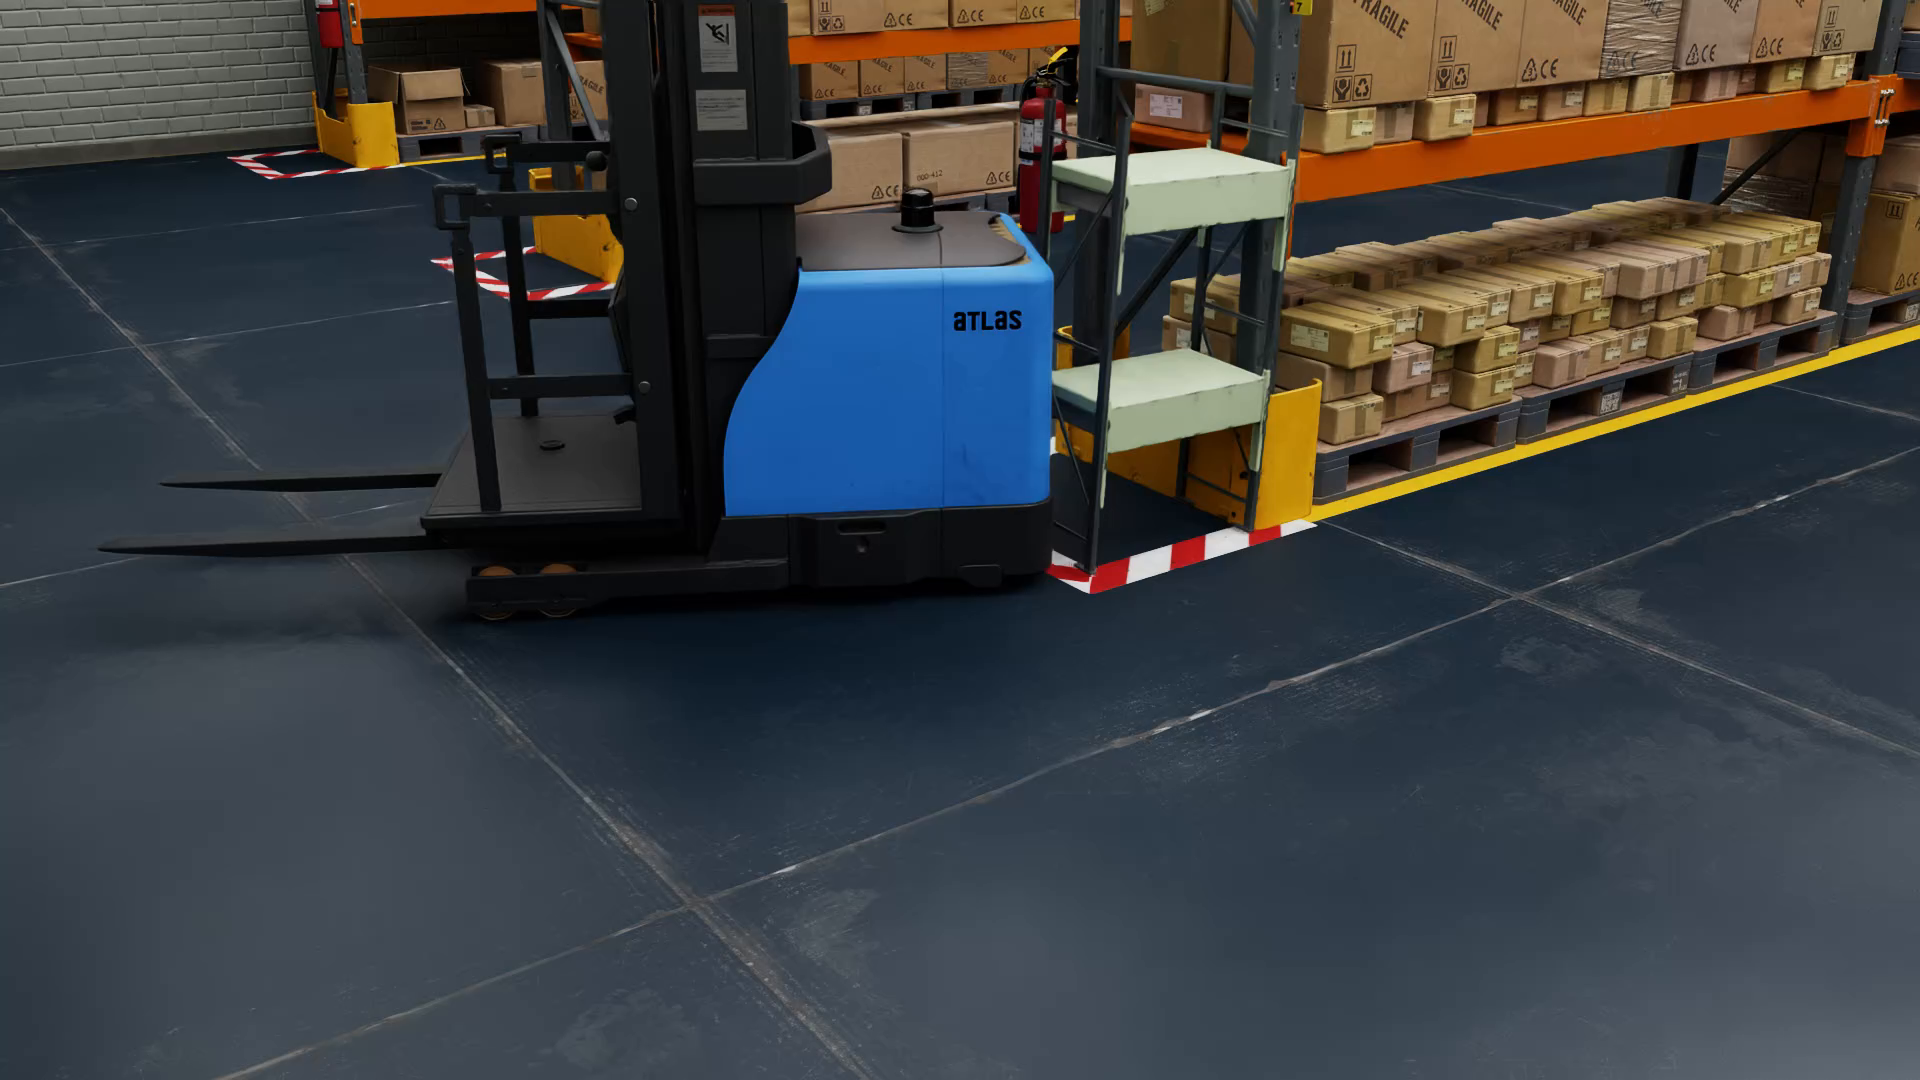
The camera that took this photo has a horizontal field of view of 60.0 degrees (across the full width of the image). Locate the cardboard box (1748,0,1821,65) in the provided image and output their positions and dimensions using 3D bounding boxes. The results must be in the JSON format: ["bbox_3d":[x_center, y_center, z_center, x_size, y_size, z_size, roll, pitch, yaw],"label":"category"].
[{"bbox_3d":[3.380,-2.364,7.237,0.500,0.500,0.500,-16,27,-34],"label":"cardboard box"}]

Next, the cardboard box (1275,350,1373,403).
[{"bbox_3d":[1.358,-0.661,6.383,0.250,0.149,0.380,-14,26,-31],"label":"cardboard box"}]

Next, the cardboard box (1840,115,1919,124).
[{"bbox_3d":[4.912,-2.208,9.176,0.500,0.250,0.500,-14,25,-30],"label":"cardboard box"}]

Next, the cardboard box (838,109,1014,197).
[{"bbox_3d":[-0.241,-2.656,11.395,0.875,0.438,0.875,-16,27,-34],"label":"cardboard box"}]

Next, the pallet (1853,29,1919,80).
[{"bbox_3d":[4.736,-2.514,8.407,1.213,0.211,1.003,-15,26,-33],"label":"pallet"}]

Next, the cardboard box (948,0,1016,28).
[{"bbox_3d":[0.016,-3.591,10.714,0.500,0.500,0.500,-15,26,-34],"label":"cardboard box"}]

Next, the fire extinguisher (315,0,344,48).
[{"bbox_3d":[-4.941,-4.195,12.970,0.183,0.674,0.296,-15,26,-33],"label":"fire extinguisher"}]

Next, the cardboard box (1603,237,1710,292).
[{"bbox_3d":[3.089,-1.231,7.410,0.250,0.149,0.380,-16,27,-35],"label":"cardboard box"}]

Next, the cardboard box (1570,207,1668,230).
[{"bbox_3d":[3.195,-1.505,8.097,0.250,0.149,0.380,-15,26,-34],"label":"cardboard box"}]

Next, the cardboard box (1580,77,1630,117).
[{"bbox_3d":[2.474,-1.823,6.757,0.250,0.149,0.380,-14,26,-31],"label":"cardboard box"}]

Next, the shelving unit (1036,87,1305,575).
[{"bbox_3d":[0.660,-0.713,5.611,0.755,1.500,0.431,-13,28,-33],"label":"shelving unit"}]

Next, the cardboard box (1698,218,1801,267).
[{"bbox_3d":[3.709,-1.406,7.849,0.250,0.149,0.380,-15,26,-32],"label":"cardboard box"}]

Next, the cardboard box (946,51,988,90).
[{"bbox_3d":[-0.062,-4.847,16.803,0.500,0.500,0.500,-16,27,-35],"label":"cardboard box"}]

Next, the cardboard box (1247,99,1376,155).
[{"bbox_3d":[1.238,-1.470,5.872,0.250,0.149,0.380,-15,26,-33],"label":"cardboard box"}]

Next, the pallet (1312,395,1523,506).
[{"bbox_3d":[1.525,-0.502,6.869,1.213,0.211,1.003,-15,26,-33],"label":"pallet"}]

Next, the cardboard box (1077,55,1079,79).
[{"bbox_3d":[1.185,-5.185,17.648,0.500,0.500,0.500,-14,26,-31],"label":"cardboard box"}]

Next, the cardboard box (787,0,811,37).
[{"bbox_3d":[-1.238,-3.264,9.895,0.500,0.500,0.500,-15,26,-34],"label":"cardboard box"}]

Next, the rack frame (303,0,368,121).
[{"bbox_3d":[-5.092,-4.575,13.314,0.127,3.000,1.000,-15,26,-33],"label":"rack frame"}]

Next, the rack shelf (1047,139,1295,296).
[{"bbox_3d":[0.676,-1.071,5.457,0.720,0.370,0.431,-13,28,-33],"label":"rack shelf"}]

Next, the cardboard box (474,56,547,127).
[{"bbox_3d":[-3.823,-3.886,14.394,0.500,0.500,0.700,-14,26,-31],"label":"cardboard box"}]

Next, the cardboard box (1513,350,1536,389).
[{"bbox_3d":[2.181,-0.747,7.000,0.250,0.149,0.380,-15,26,-33],"label":"cardboard box"}]

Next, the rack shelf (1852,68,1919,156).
[{"bbox_3d":[5.654,-2.580,9.285,4.000,0.370,1.077,-15,26,-33],"label":"rack shelf"}]

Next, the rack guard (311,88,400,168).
[{"bbox_3d":[-5.030,-3.431,13.819,0.348,0.500,1.175,-15,26,-33],"label":"rack guard"}]

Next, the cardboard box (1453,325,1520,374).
[{"bbox_3d":[2.032,-0.805,6.746,0.250,0.149,0.380,-14,26,-31],"label":"cardboard box"}]

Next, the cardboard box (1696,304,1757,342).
[{"bbox_3d":[3.474,-1.057,7.778,0.250,0.149,0.380,-16,27,-35],"label":"cardboard box"}]

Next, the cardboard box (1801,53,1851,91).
[{"bbox_3d":[3.790,-2.144,7.560,0.250,0.149,0.380,-16,27,-34],"label":"cardboard box"}]

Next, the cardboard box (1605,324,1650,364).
[{"bbox_3d":[2.820,-0.904,7.395,0.250,0.149,0.380,-14,26,-32],"label":"cardboard box"}]

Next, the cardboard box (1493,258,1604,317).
[{"bbox_3d":[2.464,-1.065,6.994,0.250,0.149,0.380,-14,26,-32],"label":"cardboard box"}]

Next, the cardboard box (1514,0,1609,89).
[{"bbox_3d":[2.134,-2.040,6.424,0.500,0.500,0.500,-15,26,-32],"label":"cardboard box"}]

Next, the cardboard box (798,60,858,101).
[{"bbox_3d":[-1.321,-4.512,15.962,0.500,0.500,0.500,-14,25,-31],"label":"cardboard box"}]

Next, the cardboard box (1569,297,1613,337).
[{"bbox_3d":[2.613,-1.018,7.279,0.250,0.149,0.380,-14,25,-30],"label":"cardboard box"}]

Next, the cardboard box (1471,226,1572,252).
[{"bbox_3d":[2.569,-1.327,7.652,0.250,0.149,0.380,-16,27,-35],"label":"cardboard box"}]

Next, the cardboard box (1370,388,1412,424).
[{"bbox_3d":[1.560,-0.585,6.594,0.250,0.149,0.380,-15,26,-33],"label":"cardboard box"}]

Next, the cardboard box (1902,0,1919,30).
[{"bbox_3d":[4.619,-2.506,7.902,0.250,0.149,0.380,-16,27,-35],"label":"cardboard box"}]

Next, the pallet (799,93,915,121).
[{"bbox_3d":[-1.207,-4.333,16.471,1.213,0.211,1.003,-15,26,-33],"label":"pallet"}]

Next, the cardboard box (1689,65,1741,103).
[{"bbox_3d":[3.111,-1.988,7.169,0.250,0.149,0.380,-16,27,-35],"label":"cardboard box"}]

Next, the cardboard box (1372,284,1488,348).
[{"bbox_3d":[1.840,-0.886,6.546,0.250,0.149,0.380,-15,26,-33],"label":"cardboard box"}]

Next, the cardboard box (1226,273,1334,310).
[{"bbox_3d":[1.302,-0.990,6.808,0.250,0.149,0.380,-14,26,-32],"label":"cardboard box"}]

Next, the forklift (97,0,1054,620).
[{"bbox_3d":[-1.248,-1.285,5.247,3.031,2.867,1.129,-2,22,-6],"label":"forklift"}]

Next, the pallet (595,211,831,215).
[{"bbox_3d":[-1.586,-1.984,10.584,1.213,0.211,1.003,-15,26,-33],"label":"pallet"}]

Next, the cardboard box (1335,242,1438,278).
[{"bbox_3d":[1.871,-1.197,7.325,0.250,0.149,0.380,-14,26,-31],"label":"cardboard box"}]

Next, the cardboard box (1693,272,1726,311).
[{"bbox_3d":[3.280,-1.176,7.675,0.250,0.149,0.380,-15,26,-32],"label":"cardboard box"}]

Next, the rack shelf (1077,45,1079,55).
[{"bbox_3d":[2.681,-4.047,12.962,4.000,0.370,1.077,-15,26,-33],"label":"rack shelf"}]

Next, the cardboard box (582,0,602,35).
[{"bbox_3d":[-1.953,-3.313,10.017,0.500,0.500,0.500,-15,26,-33],"label":"cardboard box"}]

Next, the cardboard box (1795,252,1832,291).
[{"bbox_3d":[3.960,-1.326,8.052,0.250,0.149,0.380,-14,26,-32],"label":"cardboard box"}]

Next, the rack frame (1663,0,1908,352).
[{"bbox_3d":[4.030,-2.481,8.067,0.127,3.000,1.000,-15,26,-33],"label":"rack frame"}]

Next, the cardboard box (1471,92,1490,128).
[{"bbox_3d":[1.800,-1.677,6.391,0.250,0.149,0.380,-14,25,-30],"label":"cardboard box"}]

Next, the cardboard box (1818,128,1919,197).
[{"bbox_3d":[4.784,-1.944,8.515,0.500,0.250,0.500,-16,27,-35],"label":"cardboard box"}]
